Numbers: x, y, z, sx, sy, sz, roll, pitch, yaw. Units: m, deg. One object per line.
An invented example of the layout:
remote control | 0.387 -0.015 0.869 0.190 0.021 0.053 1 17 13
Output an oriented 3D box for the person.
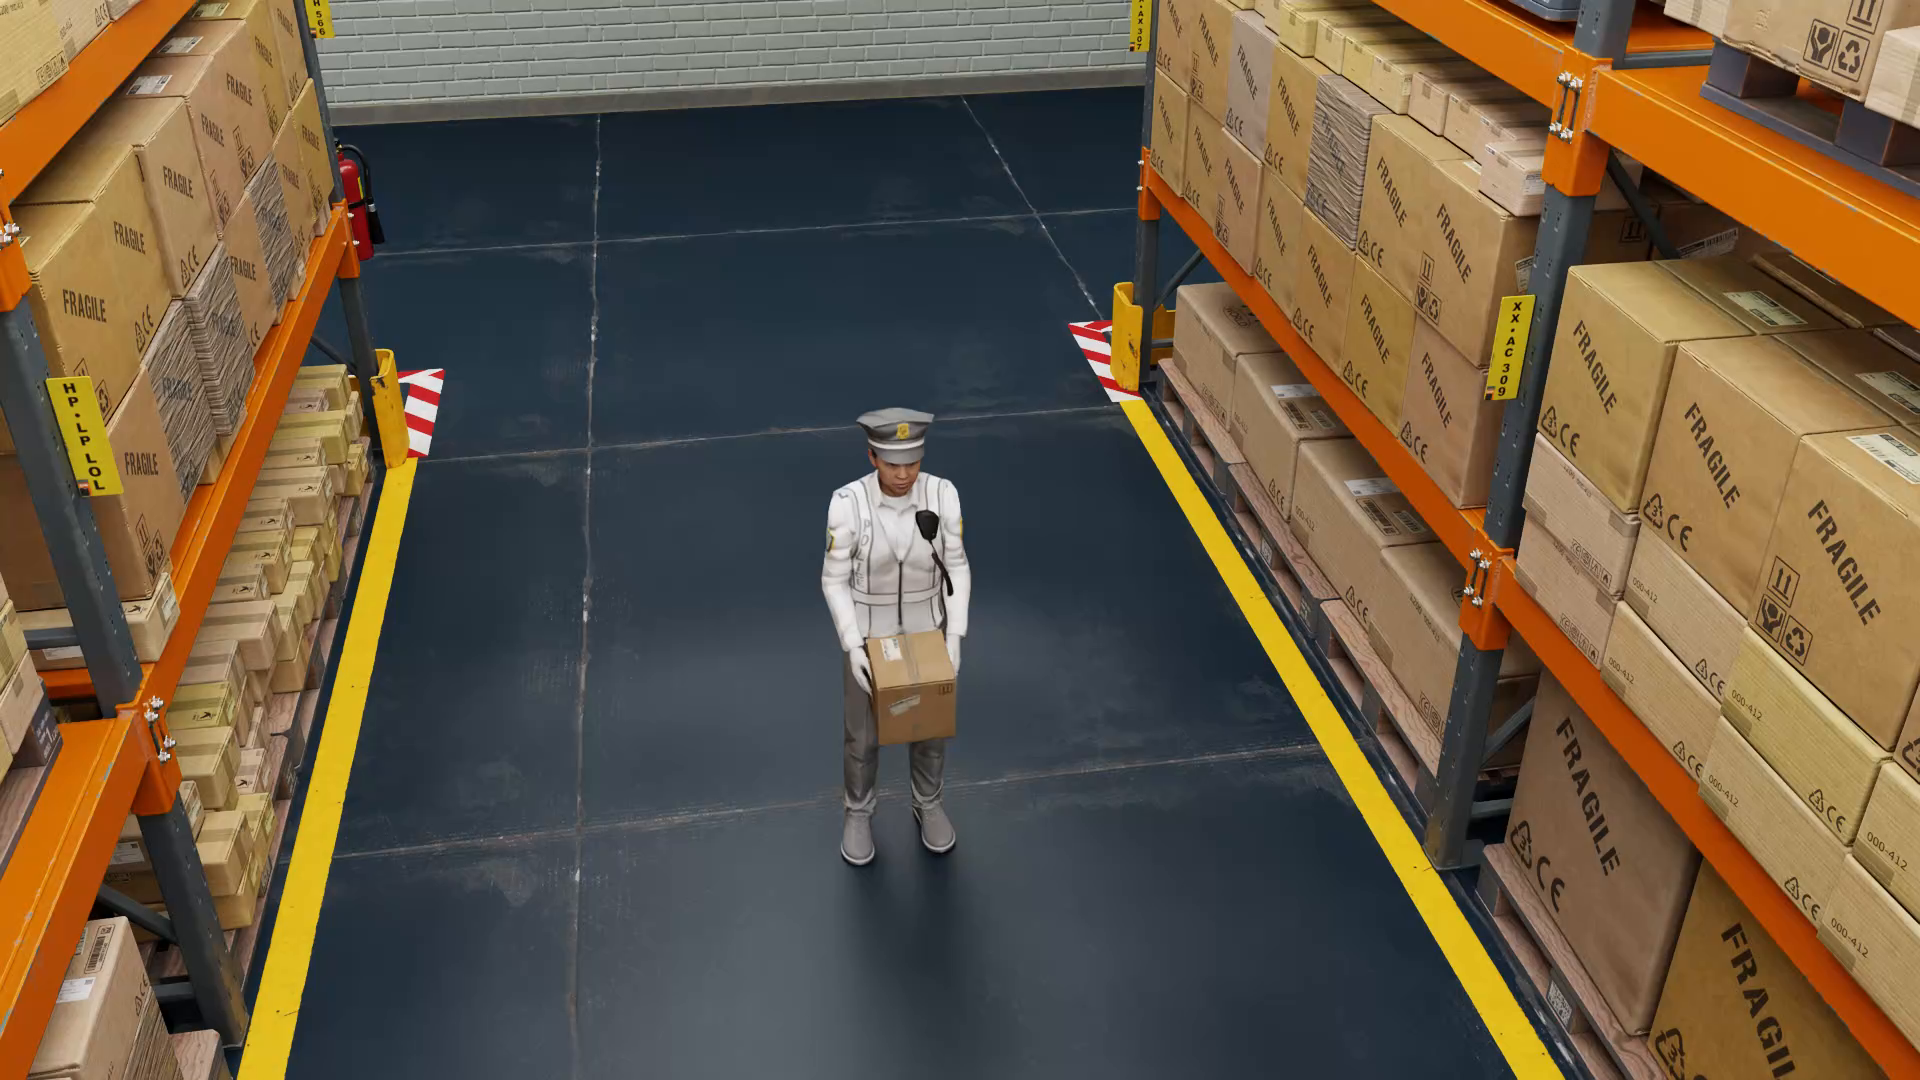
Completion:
person | -0.199 0.335 5.546 0.498 1.686 0.425 -6 31 -10
